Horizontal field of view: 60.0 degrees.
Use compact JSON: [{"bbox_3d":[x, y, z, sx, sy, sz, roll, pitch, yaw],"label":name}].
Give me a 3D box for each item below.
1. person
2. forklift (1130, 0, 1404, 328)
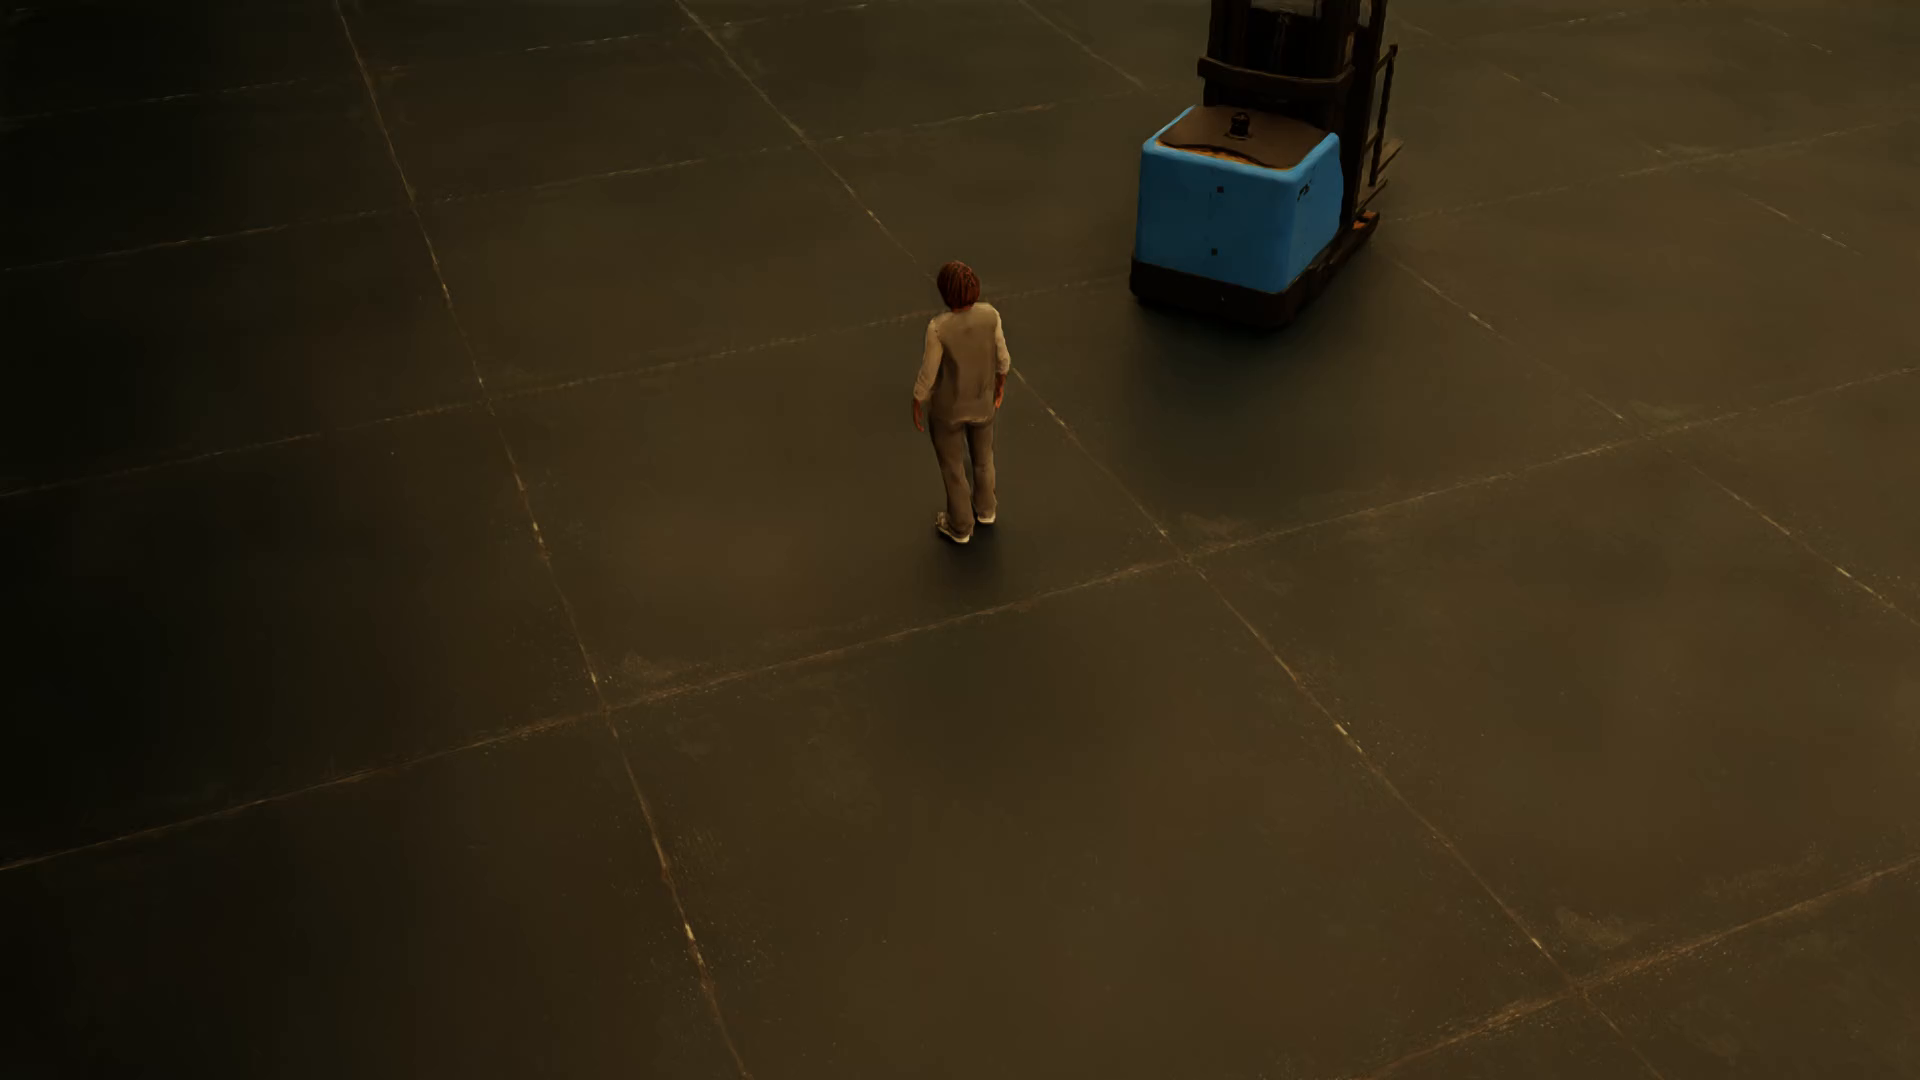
[{"bbox_3d":[-0.016,-0.699,8.221,0.521,1.597,0.474,-14,38,-19],"label":"person"},{"bbox_3d":[2.273,-3.348,10.806,1.130,2.935,3.031,18,39,24],"label":"forklift"}]
